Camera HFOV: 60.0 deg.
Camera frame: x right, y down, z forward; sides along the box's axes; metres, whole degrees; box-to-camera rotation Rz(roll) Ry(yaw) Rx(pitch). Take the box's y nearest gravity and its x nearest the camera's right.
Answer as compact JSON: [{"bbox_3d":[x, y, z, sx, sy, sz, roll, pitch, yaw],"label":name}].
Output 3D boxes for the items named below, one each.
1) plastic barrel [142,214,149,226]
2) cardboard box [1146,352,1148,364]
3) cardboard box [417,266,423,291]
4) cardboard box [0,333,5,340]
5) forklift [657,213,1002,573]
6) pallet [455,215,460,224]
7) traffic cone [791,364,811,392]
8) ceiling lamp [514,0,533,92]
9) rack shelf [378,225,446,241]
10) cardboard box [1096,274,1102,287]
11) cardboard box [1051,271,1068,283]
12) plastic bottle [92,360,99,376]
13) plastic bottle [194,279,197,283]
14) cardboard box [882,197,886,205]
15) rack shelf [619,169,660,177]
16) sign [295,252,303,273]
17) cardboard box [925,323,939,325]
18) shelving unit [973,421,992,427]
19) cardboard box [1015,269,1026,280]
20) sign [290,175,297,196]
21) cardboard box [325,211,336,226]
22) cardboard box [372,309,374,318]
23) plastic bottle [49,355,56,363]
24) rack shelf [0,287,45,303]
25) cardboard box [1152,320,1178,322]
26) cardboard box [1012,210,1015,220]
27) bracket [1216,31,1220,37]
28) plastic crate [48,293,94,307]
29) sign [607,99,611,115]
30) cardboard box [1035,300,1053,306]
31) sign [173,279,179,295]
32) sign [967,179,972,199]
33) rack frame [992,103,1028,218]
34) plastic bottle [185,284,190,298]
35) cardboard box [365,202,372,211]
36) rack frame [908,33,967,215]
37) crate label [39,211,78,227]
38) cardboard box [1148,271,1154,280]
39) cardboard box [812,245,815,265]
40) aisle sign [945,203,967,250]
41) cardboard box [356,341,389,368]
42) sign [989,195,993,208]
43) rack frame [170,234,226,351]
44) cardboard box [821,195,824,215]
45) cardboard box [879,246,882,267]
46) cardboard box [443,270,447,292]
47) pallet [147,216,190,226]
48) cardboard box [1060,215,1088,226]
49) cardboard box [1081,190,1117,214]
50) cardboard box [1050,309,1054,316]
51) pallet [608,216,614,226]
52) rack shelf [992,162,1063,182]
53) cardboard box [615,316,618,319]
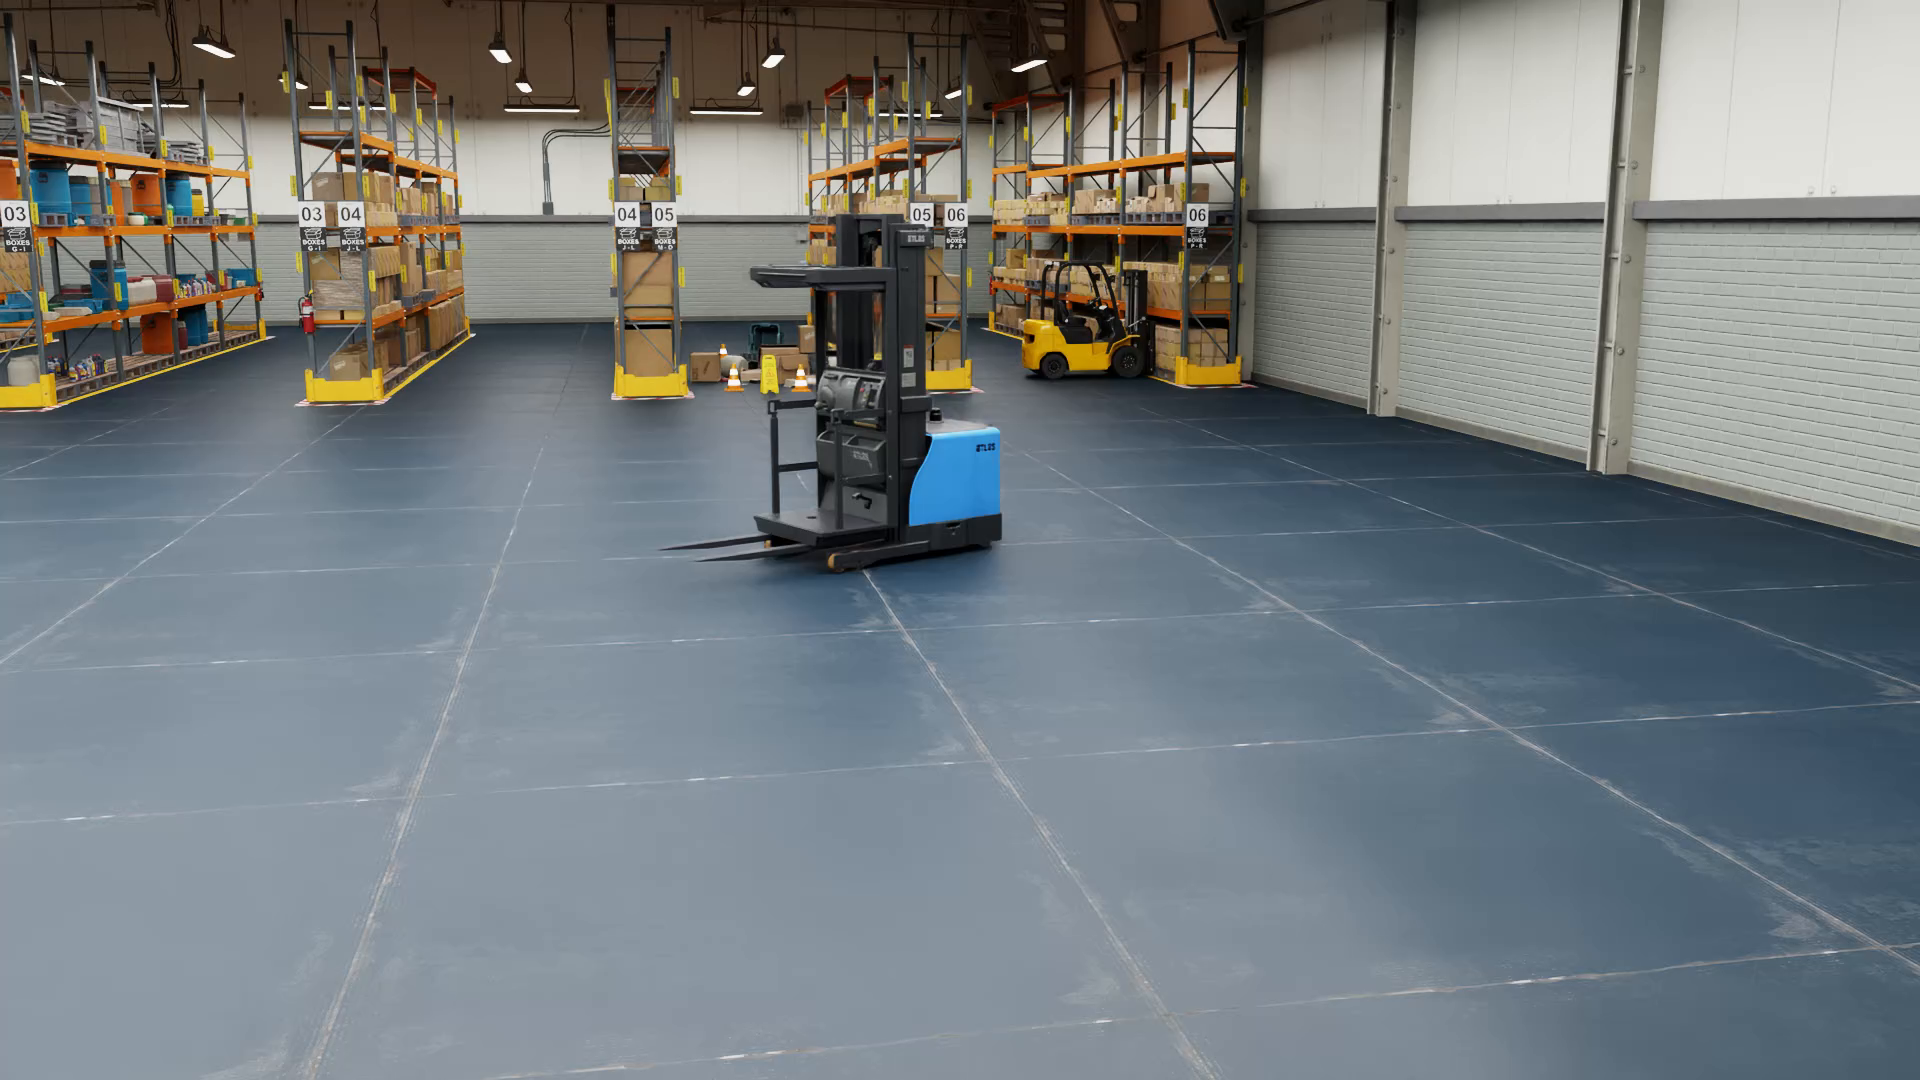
[{"bbox_3d":[-16.418,-6.411,33.303,0.294,0.245,0.294,0,11,0],"label":"plastic barrel"},{"bbox_3d":[3.787,-3.520,31.952,0.500,0.250,0.500,-2,11,-9],"label":"cardboard box"},{"bbox_3d":[-11.307,-5.296,33.664,0.700,0.500,0.500,0,11,-3],"label":"cardboard box"},{"bbox_3d":[-22.201,-4.679,38.210,0.380,0.166,0.250,-2,11,-11],"label":"cardboard box"},{"bbox_3d":[-1.100,-1.279,14.129,3.031,2.935,1.130,-8,14,-37],"label":"forklift"},{"bbox_3d":[-13.059,-7.999,41.468,1.003,0.211,1.213,-2,11,-11],"label":"pallet"},{"bbox_3d":[-2.753,-2.813,28.794,0.336,0.463,0.334,-2,11,-11],"label":"traffic cone"},{"bbox_3d":[-9.570,-11.733,37.214,0.800,3.185,2.000,-2,11,-11],"label":"ceiling lamp"},{"bbox_3d":[-12.047,-6.724,36.458,1.077,0.370,4.000,-2,11,-11],"label":"rack shelf"},{"bbox_3d":[3.162,-5.486,35.114,0.500,0.250,0.500,-2,11,-10],"label":"cardboard box"},{"bbox_3d":[2.408,-6.093,38.519,0.500,0.250,0.500,-3,11,-14],"label":"cardboard box"},{"bbox_3d":[-15.221,-3.034,29.256,0.061,0.283,0.133,-1,11,-7],"label":"plastic bottle"},{"bbox_3d":[-16.936,-5.605,36.806,0.144,0.351,0.185,-2,11,-11],"label":"plastic bottle"},{"bbox_3d":[-1.272,-6.392,31.326,0.380,0.149,0.250,-2,11,-11],"label":"cardboard box"},{"bbox_3d":[-7.162,-8.163,37.065,1.077,0.370,4.000,-2,11,-11],"label":"rack shelf"},{"bbox_3d":[-10.650,-4.478,26.810,0.100,0.325,0.005,-2,11,-11],"label":"sign"},{"bbox_3d":[-0.680,-3.896,31.922,0.500,0.500,0.500,-2,11,-10],"label":"cardboard box"},{"bbox_3d":[0.136,-0.556,15.361,0.215,1.050,0.252,-8,14,-38],"label":"shelving unit"},{"bbox_3d":[1.703,-6.761,42.354,0.500,0.250,0.500,-2,11,-11],"label":"cardboard box"},{"bbox_3d":[-10.650,-5.662,26.585,0.100,0.325,0.005,-2,11,-11],"label":"sign"},{"bbox_3d":[-10.445,-5.249,27.185,0.500,0.250,0.500,-2,11,-10],"label":"cardboard box"},{"bbox_3d":[-9.953,-3.754,27.623,0.380,0.149,0.250,-2,11,-11],"label":"cardboard box"},{"bbox_3d":[-15.988,-3.075,29.293,0.144,0.351,0.185,-2,11,-9],"label":"plastic bottle"},{"bbox_3d":[-22.543,-5.625,38.704,1.077,0.370,4.000,-2,11,-11],"label":"rack shelf"},{"bbox_3d":[4.108,-4.216,32.937,0.500,0.250,0.500,-2,11,-12],"label":"cardboard box"},{"bbox_3d":[1.614,-8.327,42.561,0.500,0.250,0.500,-2,11,-10],"label":"cardboard box"},{"bbox_3d":[4.807,-9.251,30.158,0.235,0.232,0.430,-2,11,-11],"label":"bracket"},{"bbox_3d":[-15.761,-4.192,29.420,0.767,0.338,0.504,-2,11,-11],"label":"plastic crate"},{"bbox_3d":[-6.525,-8.088,30.969,0.100,0.325,0.005,-2,11,-11],"label":"sign"},{"bbox_3d":[2.059,-5.834,40.912,0.380,0.149,0.250,-3,11,-14],"label":"cardboard box"},{"bbox_3d":[-15.978,-5.159,33.894,0.100,0.325,0.005,-2,11,-11],"label":"sign"},{"bbox_3d":[0.151,-6.053,28.670,0.100,0.325,0.005,-2,11,-11],"label":"sign"},{"bbox_3d":[1.375,-10.193,44.737,1.000,3.000,0.127,-2,11,-11],"label":"rack frame"},{"bbox_3d":[-16.463,-5.305,35.409,0.061,0.283,0.133,-2,11,-11],"label":"plastic bottle"},{"bbox_3d":[-9.884,-5.476,27.309,0.380,0.149,0.250,-2,11,-10],"label":"cardboard box"},{"bbox_3d":[-0.381,-7.077,28.367,1.000,3.000,0.127,-2,11,-11],"label":"rack frame"},{"bbox_3d":[-15.000,-5.346,27.689,0.502,0.251,0.408,-2,11,-11],"label":"crate label"},{"bbox_3d":[3.794,-5.061,31.814,0.380,0.149,0.250,-2,11,-12],"label":"cardboard box"},{"bbox_3d":[-3.572,-7.412,43.230,0.500,0.500,0.500,-2,11,-13],"label":"cardboard box"},{"bbox_3d":[-0.065,-5.407,28.685,0.394,0.787,0.004,-2,11,-11],"label":"aisle sign"},{"bbox_3d":[-10.841,-3.407,30.691,0.500,0.500,0.500,-2,11,-13],"label":"cardboard box"},{"bbox_3d":[0.843,-9.129,44.832,0.100,0.325,0.005,-2,11,-11],"label":"sign"},{"bbox_3d":[-17.294,-5.791,37.652,1.000,3.000,0.127,-2,11,-11],"label":"rack frame"},{"bbox_3d":[-3.248,-8.468,42.036,0.500,0.500,0.500,-2,11,-10],"label":"cardboard box"},{"bbox_3d":[-1.137,-5.274,31.201,0.700,0.500,0.500,-2,11,-12],"label":"cardboard box"},{"bbox_3d":[-12.077,-5.944,38.190,0.500,0.500,0.500,-2,11,-11],"label":"cardboard box"},{"bbox_3d":[-16.569,-6.582,34.290,1.003,0.211,1.213,-2,11,-11],"label":"pallet"},{"bbox_3d":[2.593,-7.264,37.771,0.500,0.250,0.500,-2,11,-13],"label":"cardboard box"},{"bbox_3d":[3.029,-7.326,36.039,0.700,0.500,0.500,-2,11,-12],"label":"cardboard box"},{"bbox_3d":[2.356,-5.401,39.434,0.380,0.149,0.250,-3,11,-14],"label":"cardboard box"},{"bbox_3d":[-7.331,-7.207,37.572,1.213,0.211,1.003,-2,11,-11],"label":"pallet"},{"bbox_3d":[1.764,-9.471,42.877,1.077,0.370,4.000,-2,11,-11],"label":"rack shelf"},{"bbox_3d":[-6.570,-4.225,34.319,1.050,0.750,0.750,-2,11,-10],"label":"cardboard box"}]
